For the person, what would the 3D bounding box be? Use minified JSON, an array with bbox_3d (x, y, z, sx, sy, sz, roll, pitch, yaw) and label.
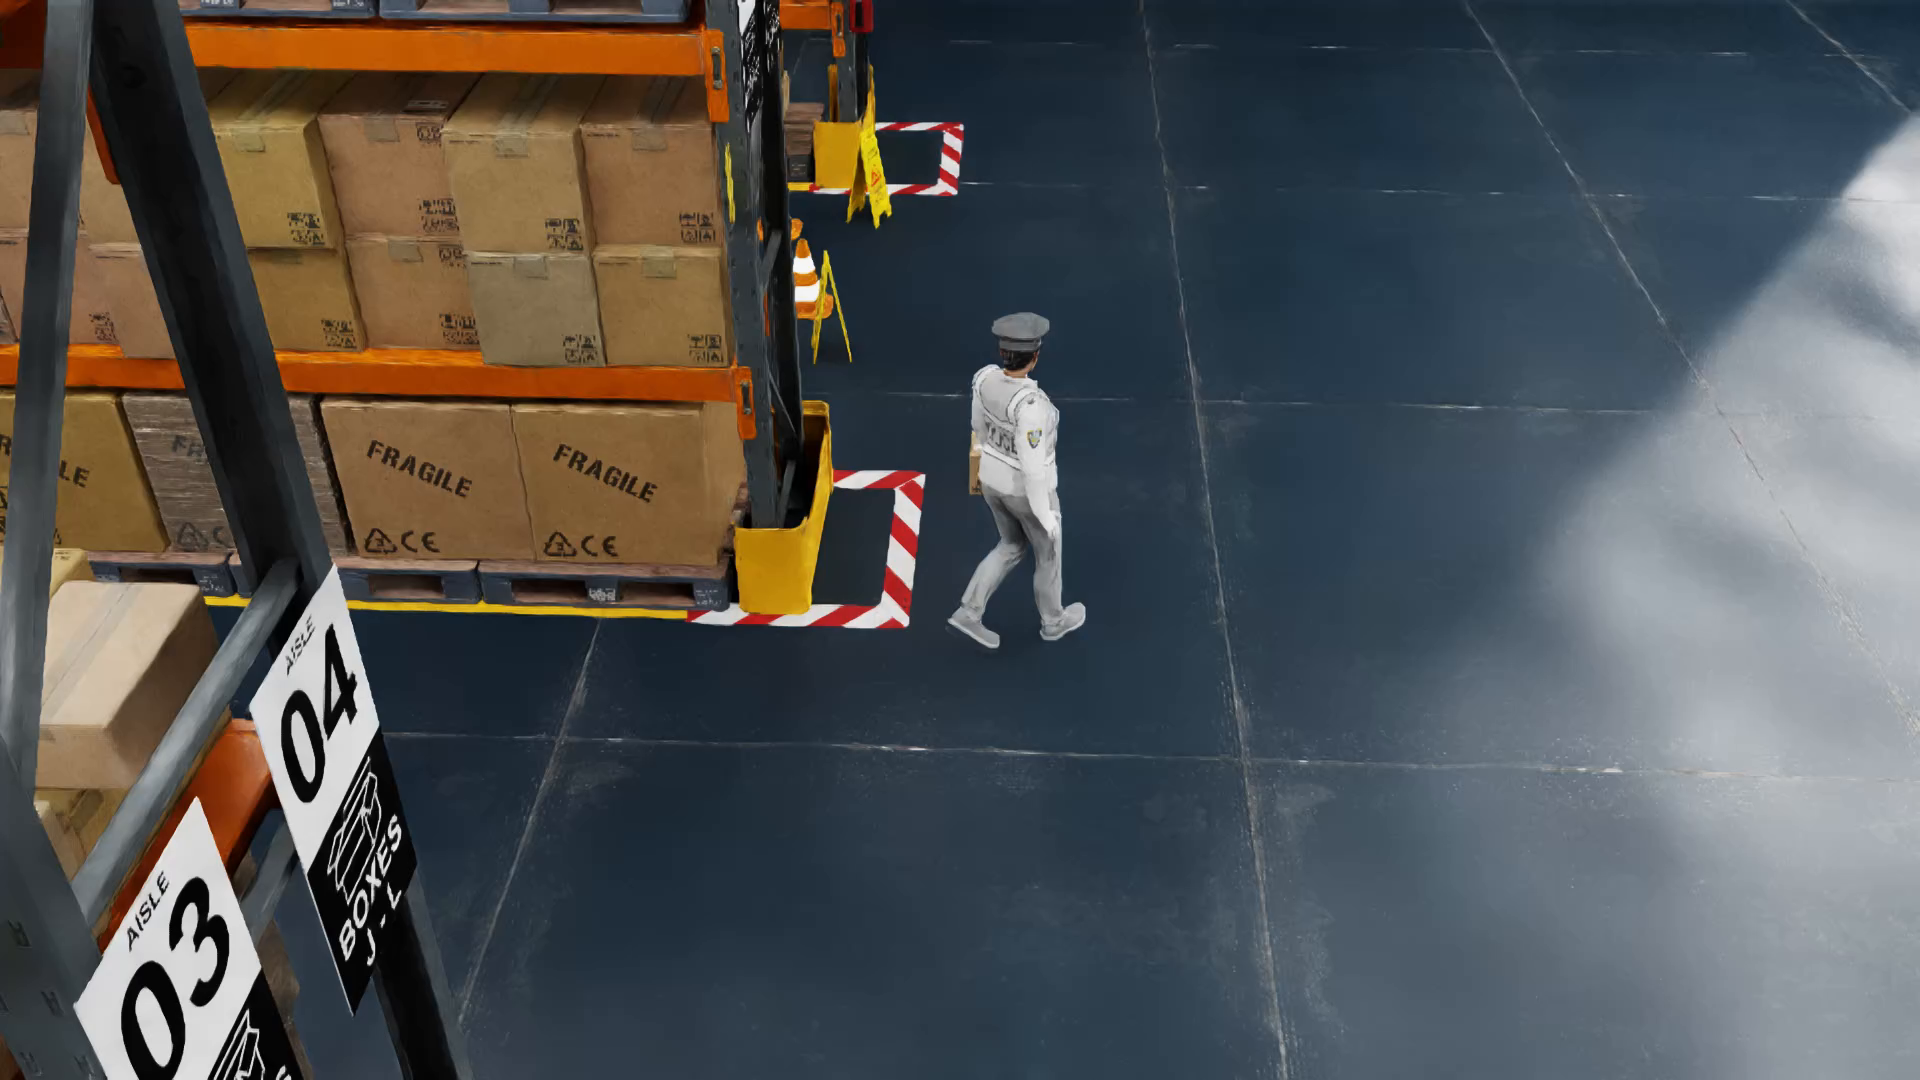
[{"bbox_3d":[0.242,-0.227,7.423,0.534,1.639,0.698,29,45,34],"label":"person"}]
